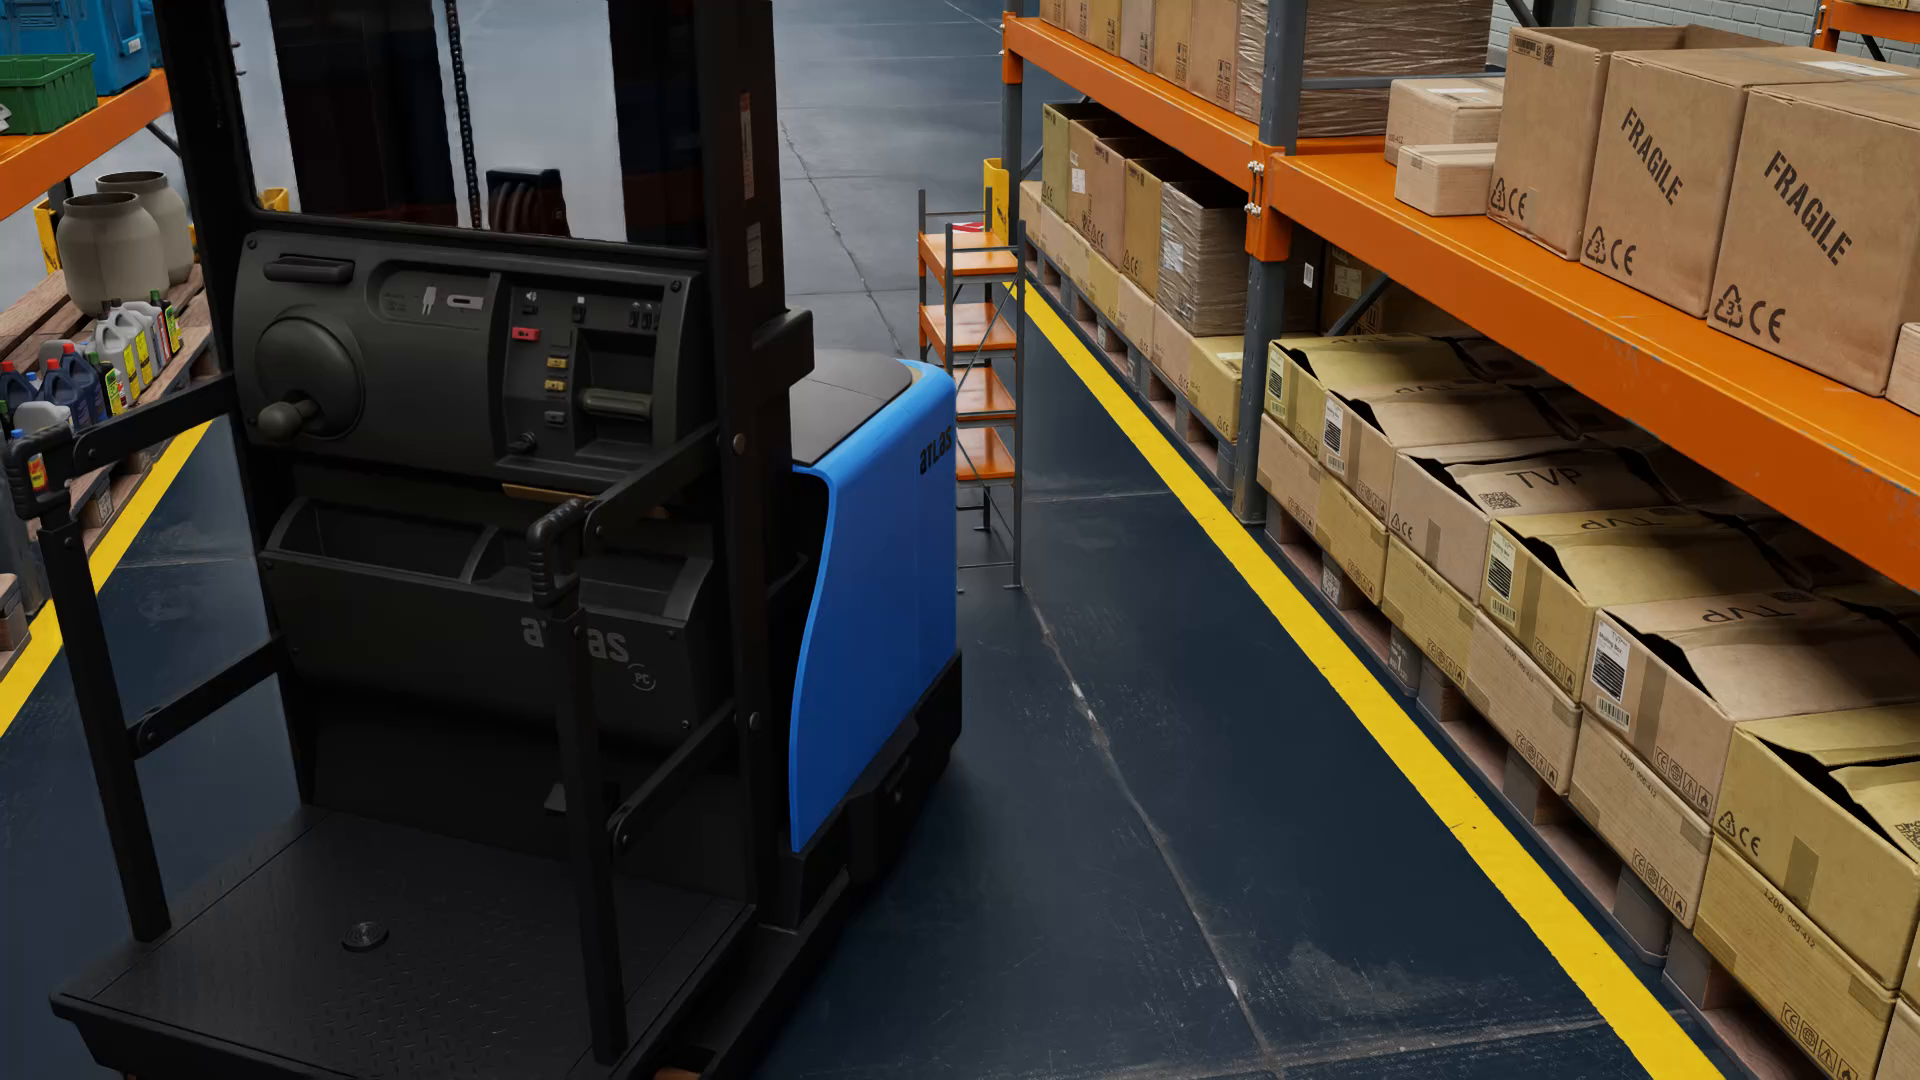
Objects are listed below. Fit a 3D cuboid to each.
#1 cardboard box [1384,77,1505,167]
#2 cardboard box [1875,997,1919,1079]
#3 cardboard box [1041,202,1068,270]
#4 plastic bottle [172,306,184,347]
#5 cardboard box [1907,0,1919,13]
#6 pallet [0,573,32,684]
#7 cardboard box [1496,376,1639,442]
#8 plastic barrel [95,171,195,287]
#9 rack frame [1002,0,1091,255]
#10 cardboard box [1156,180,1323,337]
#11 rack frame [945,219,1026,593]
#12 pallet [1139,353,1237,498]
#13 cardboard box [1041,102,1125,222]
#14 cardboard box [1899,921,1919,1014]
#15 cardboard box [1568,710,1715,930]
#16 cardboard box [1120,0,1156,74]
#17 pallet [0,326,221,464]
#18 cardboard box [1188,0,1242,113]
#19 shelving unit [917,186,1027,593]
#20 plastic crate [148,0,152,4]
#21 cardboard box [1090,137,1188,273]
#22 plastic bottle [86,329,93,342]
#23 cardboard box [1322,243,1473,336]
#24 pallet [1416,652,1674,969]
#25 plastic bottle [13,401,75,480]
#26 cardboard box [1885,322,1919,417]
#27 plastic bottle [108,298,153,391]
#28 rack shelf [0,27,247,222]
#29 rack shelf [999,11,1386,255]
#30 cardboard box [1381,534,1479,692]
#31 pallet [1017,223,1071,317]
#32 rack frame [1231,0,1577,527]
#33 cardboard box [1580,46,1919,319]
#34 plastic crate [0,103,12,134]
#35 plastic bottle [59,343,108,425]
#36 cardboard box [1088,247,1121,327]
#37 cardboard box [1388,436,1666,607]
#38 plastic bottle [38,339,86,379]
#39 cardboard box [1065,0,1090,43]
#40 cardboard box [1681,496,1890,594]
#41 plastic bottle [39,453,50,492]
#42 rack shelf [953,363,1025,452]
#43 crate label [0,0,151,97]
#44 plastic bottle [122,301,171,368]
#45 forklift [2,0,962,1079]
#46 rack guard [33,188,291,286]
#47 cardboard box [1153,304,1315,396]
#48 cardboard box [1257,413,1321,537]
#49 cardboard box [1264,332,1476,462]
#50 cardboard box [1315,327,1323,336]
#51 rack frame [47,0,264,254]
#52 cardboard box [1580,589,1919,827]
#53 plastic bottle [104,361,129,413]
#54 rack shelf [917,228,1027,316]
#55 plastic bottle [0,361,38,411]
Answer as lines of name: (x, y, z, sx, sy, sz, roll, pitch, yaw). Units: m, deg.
cardboard box: (1.610, -1.222, 4.987, 0.500, 0.250, 0.500, -3, 24, -6)
cardboard box: (1.878, 0.971, 2.690, 0.500, 0.250, 0.500, -4, 24, -8)
cardboard box: (0.713, -1.563, 8.492, 0.500, 0.250, 0.500, -4, 24, -10)
plastic bottle: (-3.362, -0.919, 7.052, 0.097, 0.201, 0.097, 0, 24, 0)
cardboard box: (5.492, -2.944, 8.906, 0.500, 0.250, 0.500, -5, 24, -11)
pallet: (-3.210, 0.468, 4.415, 1.003, 0.211, 1.213, -4, 24, -10)
cardboard box: (1.935, -0.328, 4.964, 0.500, 0.311, 0.500, -4, 24, -8)
plastic barrel: (-3.936, -1.488, 7.994, 0.421, 0.512, 0.421, 0, 24, 0)
rack frame: (0.736, -3.054, 8.996, 1.000, 3.000, 0.127, -4, 24, -10)
cardboard box: (1.094, -1.121, 6.542, 0.500, 0.500, 0.500, -4, 24, -10)
rack frame: (0.076, -0.389, 5.141, 0.240, 1.200, 0.015, -4, 24, -10)
pallet: (1.370, -0.519, 6.675, 1.003, 0.211, 1.213, -4, 24, -10)
cardboard box: (0.711, -1.907, 8.341, 0.500, 0.500, 0.500, -4, 24, -10)
cardboard box: (1.876, 0.715, 2.575, 0.500, 0.311, 0.500, -4, 24, -8)
cardboard box: (1.689, 0.571, 3.607, 0.500, 0.250, 0.500, -4, 24, -9)
cardboard box: (1.099, -2.307, 7.159, 0.700, 0.500, 0.500, -4, 24, -8)
pallet: (-3.705, -0.586, 6.828, 1.003, 0.211, 1.213, -4, 24, -10)
cardboard box: (1.284, -1.908, 6.246, 0.700, 0.500, 0.500, -5, 24, -10)
shelving unit: (0.031, -0.485, 5.361, 0.258, 1.200, 0.503, -4, 24, -10)
plastic crate: (-3.746, -2.446, 7.789, 0.499, 0.251, 0.616, -4, 24, -10)
cardboard box: (0.891, -1.513, 7.440, 0.500, 0.500, 0.500, -4, 24, -10)
plastic bottle: (-3.436, -0.746, 6.658, 0.097, 0.201, 0.097, 0, 24, 0)
cardboard box: (1.698, -0.963, 6.180, 0.500, 0.500, 0.500, -4, 24, -10)
pallet: (1.879, 0.565, 4.193, 1.003, 0.211, 1.213, -4, 24, -10)
plastic bottle: (-3.108, -0.352, 5.662, 0.152, 0.276, 0.135, -3, 24, -8)
cardboard box: (1.924, -0.290, 2.980, 0.380, 0.149, 0.250, -3, 24, -6)
plastic bottle: (-3.282, -0.766, 6.517, 0.144, 0.351, 0.185, -3, 24, -8)
rack shelf: (-3.763, -1.573, 6.503, 1.077, 0.370, 4.000, -4, 24, -10)
rack shelf: (1.106, -1.938, 7.339, 1.077, 0.370, 4.000, -4, 24, -10)
cardboard box: (1.498, 0.168, 4.528, 0.500, 0.250, 0.500, -5, 24, -11)
pallet: (0.919, -1.479, 8.872, 1.003, 0.211, 1.213, -4, 24, -10)
rack frame: (1.476, -1.481, 5.393, 1.000, 3.000, 0.127, -4, 24, -10)
cardboard box: (1.792, -0.819, 3.753, 0.500, 0.500, 0.500, -4, 24, -10)
plastic crate: (-3.365, -1.303, 5.063, 0.767, 0.338, 0.504, -4, 24, -10)
plastic bottle: (-3.169, -0.526, 5.967, 0.144, 0.351, 0.185, -5, 24, -12)
cardboard box: (0.892, -1.169, 7.590, 0.500, 0.250, 0.500, -4, 24, -10)
cardboard box: (1.492, -0.089, 4.415, 0.500, 0.311, 0.500, -5, 24, -11)
plastic bottle: (-3.389, -0.638, 6.317, 0.152, 0.276, 0.135, -4, 24, -10)
cardboard box: (0.912, -2.709, 8.081, 0.700, 0.500, 0.500, -4, 24, -8)
cardboard box: (2.114, 0.066, 4.061, 0.500, 0.311, 0.500, -5, 24, -10)
plastic bottle: (-3.040, -0.233, 5.482, 0.097, 0.201, 0.097, 0, 24, 0)
rack shelf: (0.031, -0.423, 5.388, 0.258, 0.148, 0.480, -4, 24, -10)
crate label: (-3.526, -2.002, 6.541, 0.502, 0.435, 0.616, -4, 24, -10)
plastic bottle: (-3.343, -0.852, 6.805, 0.152, 0.276, 0.135, -4, 24, -9)
forklift: (-0.971, -0.301, 2.778, 1.130, 2.935, 3.031, 8, 25, 18)
rack guard: (-4.072, -1.517, 8.600, 1.175, 0.500, 0.348, -4, 24, -10)
cardboard box: (1.092, -0.777, 6.692, 0.500, 0.250, 0.500, -4, 24, -10)
cardboard box: (1.307, -0.236, 5.454, 0.500, 0.250, 0.500, -5, 24, -11)
cardboard box: (1.307, -0.489, 5.333, 0.500, 0.311, 0.500, -4, 24, -10)
cardboard box: (1.600, -0.815, 6.780, 0.500, 0.250, 0.500, -4, 24, -10)
rack frame: (-4.133, -2.689, 8.160, 1.000, 3.000, 0.127, -4, 24, -10)
cardboard box: (1.683, 0.312, 3.497, 0.500, 0.311, 0.500, -4, 24, -10)
plastic bottle: (-3.199, -0.571, 6.256, 0.097, 0.201, 0.097, 0, 24, 0)
rack shelf: (0.031, -0.845, 5.203, 0.258, 0.148, 0.480, -4, 24, -10)
plastic bottle: (-3.276, -0.441, 5.772, 0.144, 0.351, 0.185, -4, 24, -10)
